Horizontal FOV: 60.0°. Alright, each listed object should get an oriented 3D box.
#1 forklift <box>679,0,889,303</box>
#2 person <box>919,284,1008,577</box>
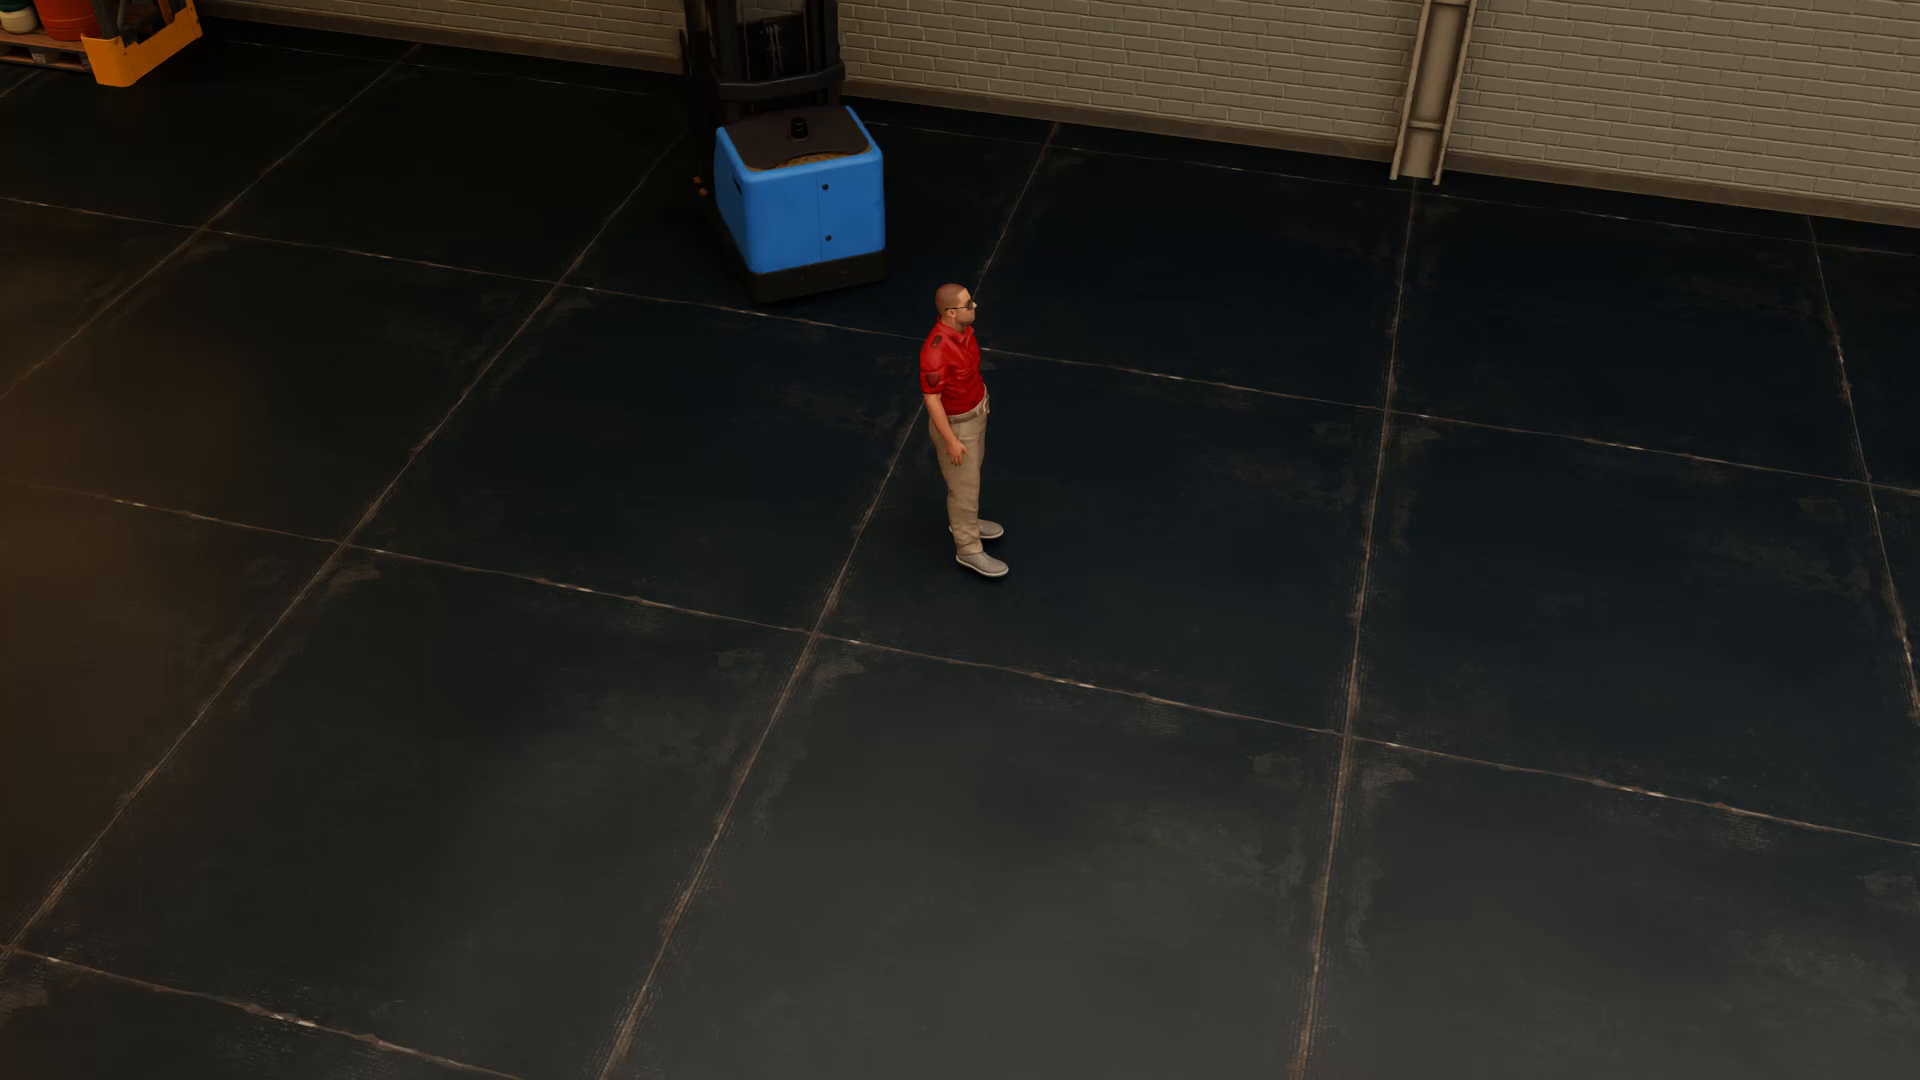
[{"bbox_3d":[-1.500,-3.782,12.176,1.130,2.935,3.031,-14,43,-15],"label":"forklift"},{"bbox_3d":[0.083,-0.662,9.458,0.551,1.727,0.640,10,42,11],"label":"person"}]
